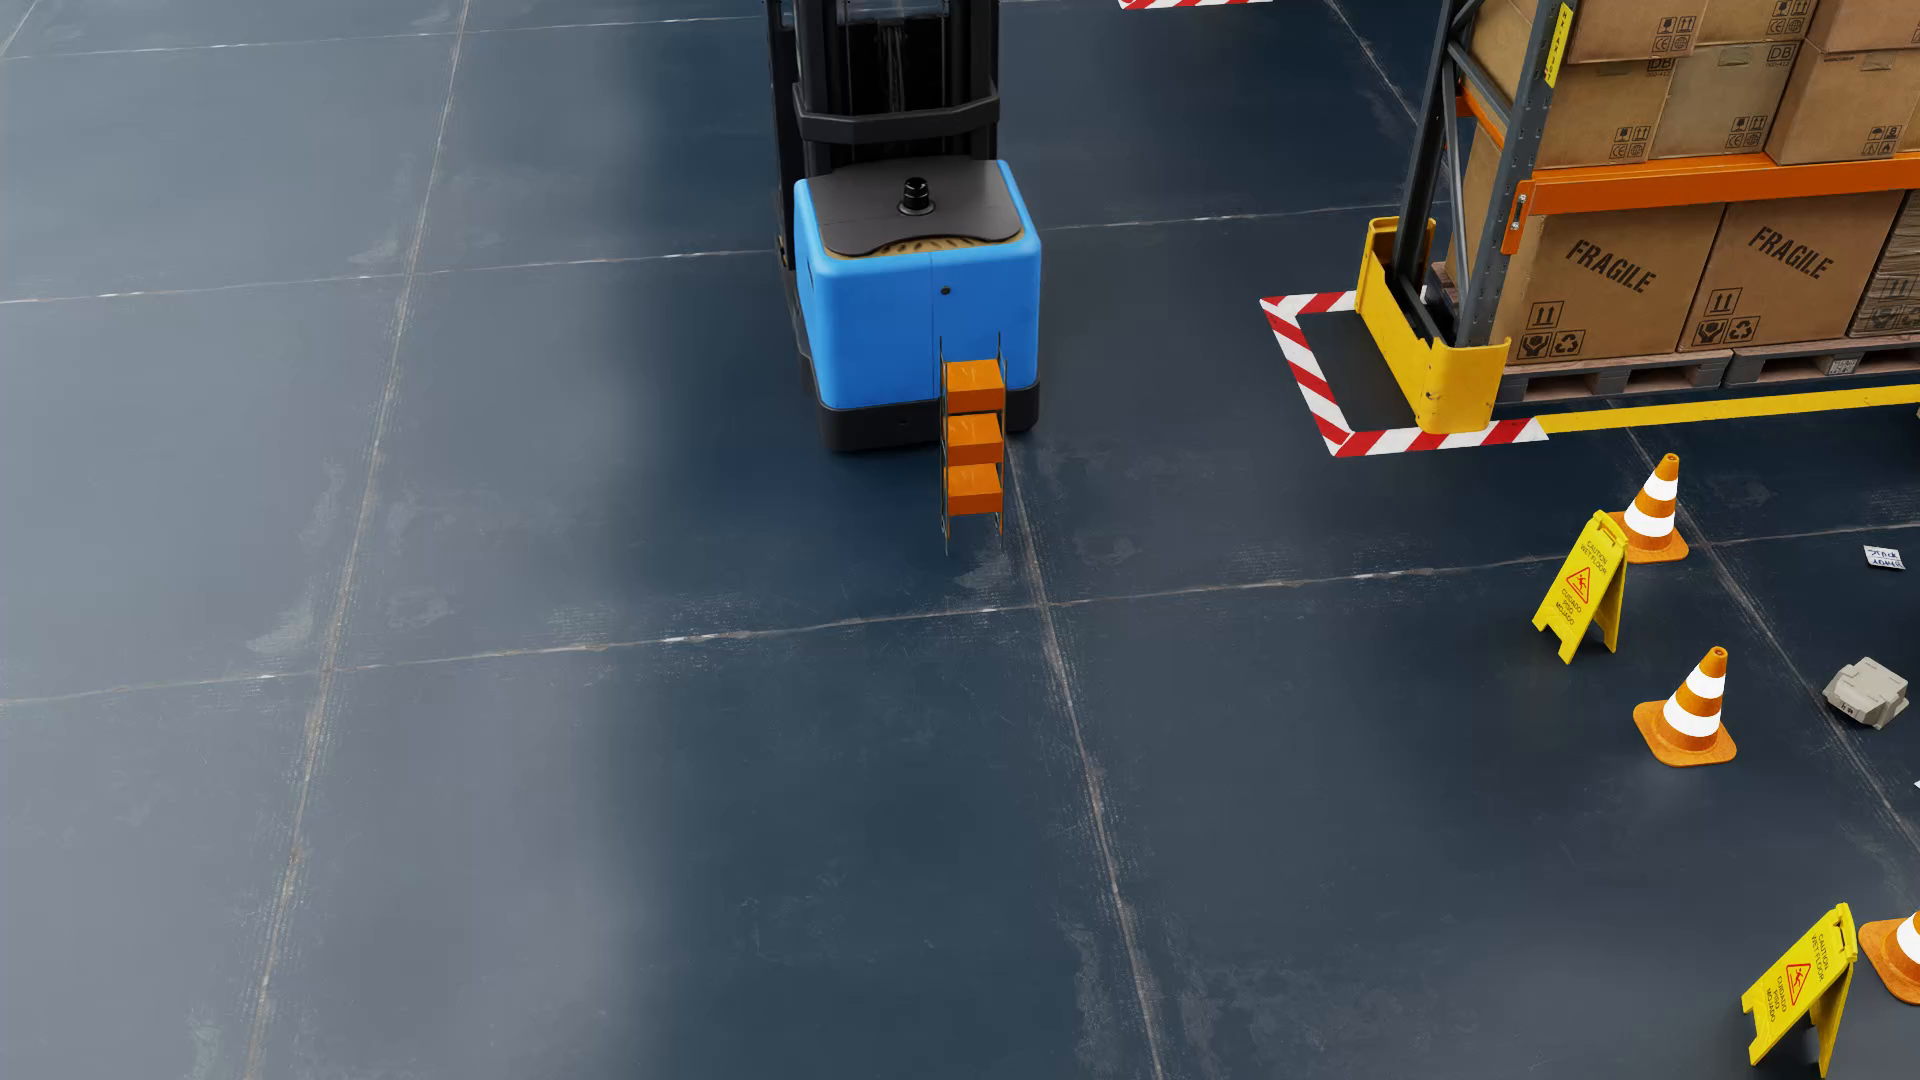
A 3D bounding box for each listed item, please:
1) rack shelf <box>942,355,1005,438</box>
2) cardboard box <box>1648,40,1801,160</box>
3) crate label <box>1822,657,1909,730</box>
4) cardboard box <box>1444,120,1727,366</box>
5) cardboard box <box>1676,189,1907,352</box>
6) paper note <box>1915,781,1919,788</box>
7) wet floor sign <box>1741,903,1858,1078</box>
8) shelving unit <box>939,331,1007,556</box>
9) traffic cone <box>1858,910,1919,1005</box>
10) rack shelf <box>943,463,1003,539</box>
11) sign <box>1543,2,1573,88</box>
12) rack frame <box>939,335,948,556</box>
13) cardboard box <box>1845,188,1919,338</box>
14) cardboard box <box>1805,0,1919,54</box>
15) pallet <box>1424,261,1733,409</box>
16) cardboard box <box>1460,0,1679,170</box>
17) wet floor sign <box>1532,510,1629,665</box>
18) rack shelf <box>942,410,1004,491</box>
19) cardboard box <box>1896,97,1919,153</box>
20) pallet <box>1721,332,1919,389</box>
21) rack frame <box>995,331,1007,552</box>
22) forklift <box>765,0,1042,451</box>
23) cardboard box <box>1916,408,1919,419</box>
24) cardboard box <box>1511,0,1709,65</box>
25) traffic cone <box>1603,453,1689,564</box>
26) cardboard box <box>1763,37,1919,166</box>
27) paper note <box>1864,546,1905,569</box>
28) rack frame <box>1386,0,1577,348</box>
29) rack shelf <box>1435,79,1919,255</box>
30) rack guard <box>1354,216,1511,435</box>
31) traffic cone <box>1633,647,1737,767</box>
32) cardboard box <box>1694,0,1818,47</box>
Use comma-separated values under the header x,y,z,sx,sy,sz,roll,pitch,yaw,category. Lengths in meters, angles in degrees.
x,y,z,sx,sy,sz,roll,pitch,yaw,category
0.053,-0.597,6.936,0.240,0.259,0.215,-5,42,-6,rack shelf
3.262,-2.202,7.555,0.550,0.550,0.875,-5,42,-6,cardboard box
3.649,0.609,6.688,0.298,0.136,0.250,-27,49,-27,crate label
3.021,-1.492,8.152,0.875,0.875,0.875,-5,42,-5,cardboard box
3.894,-1.570,8.238,0.875,0.875,0.875,-6,42,-6,cardboard box
3.779,0.955,6.383,0.142,0.019,0.148,-19,45,-20,paper note
2.772,1.437,5.390,0.232,0.644,0.267,8,43,9,wet floor sign
0.053,-0.394,7.119,0.252,1.050,0.215,-5,42,-6,shelving unit
3.359,1.305,5.673,0.334,0.463,0.336,-5,42,-6,traffic cone
0.053,-0.180,7.312,0.240,0.259,0.215,-5,42,-6,rack shelf
2.424,-2.004,6.742,0.005,0.325,0.100,-5,42,-6,sign
-0.068,-0.384,7.107,0.008,1.050,0.200,-5,42,-6,rack frame
4.798,-1.647,8.325,0.875,0.875,0.875,-5,42,-5,cardboard box
3.837,-2.553,7.137,0.550,0.550,0.875,-5,42,-6,cardboard box
3.140,-1.108,8.536,1.213,0.211,1.003,-5,42,-6,pallet
2.720,-2.140,7.486,0.550,0.550,0.875,-5,42,-6,cardboard box
2.586,0.170,6.795,0.232,0.644,0.267,-12,43,-13,wet floor sign
0.053,-0.387,7.126,0.240,0.259,0.215,-5,42,-6,rack shelf
4.354,-2.241,7.598,0.500,0.550,0.875,-5,42,-6,cardboard box
4.347,-1.212,8.651,1.213,0.211,1.003,-5,42,-6,pallet
0.174,-0.405,7.130,0.008,1.050,0.200,-5,42,-6,rack frame
-0.406,-2.501,8.049,1.130,2.935,3.031,-7,43,-8,forklift
4.918,-0.626,7.784,0.500,0.500,0.500,2,42,2,cardboard box
2.730,-2.485,7.063,0.550,0.550,0.875,-5,42,-6,cardboard box
3.068,-0.183,7.323,0.334,0.463,0.336,-5,42,-6,traffic cone
3.834,-2.167,7.517,0.550,0.550,0.875,-5,42,-6,cardboard box
4.091,0.076,7.359,0.142,0.017,0.144,8,43,9,paper note
2.358,-2.022,7.467,0.127,3.000,1.000,-5,42,-6,rack frame
4.341,-1.929,7.901,4.000,0.370,1.077,-5,42,-6,rack shelf
2.334,-1.092,8.302,0.348,0.500,1.175,-5,42,-6,rack guard
2.878,0.597,6.458,0.334,0.463,0.336,-5,42,-6,traffic cone
3.264,-2.594,7.183,0.550,0.550,0.875,-5,42,-6,cardboard box
